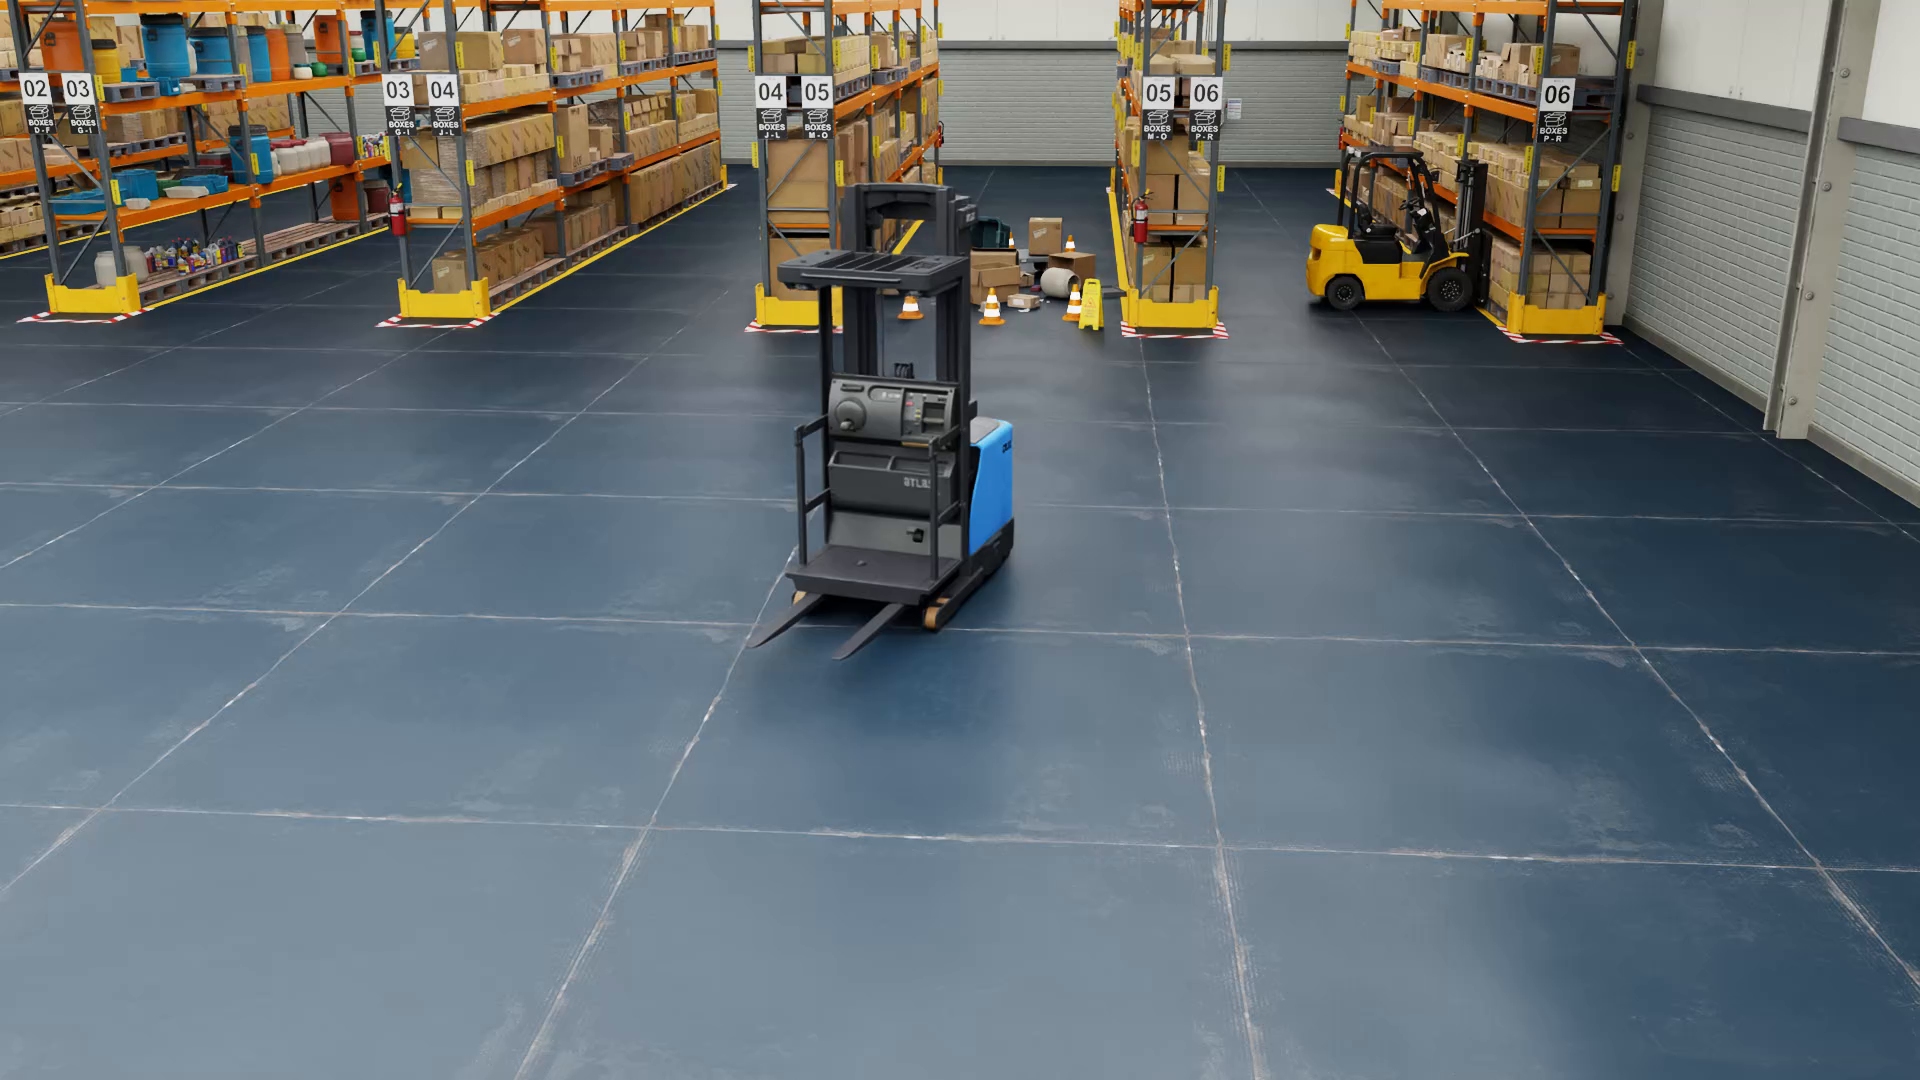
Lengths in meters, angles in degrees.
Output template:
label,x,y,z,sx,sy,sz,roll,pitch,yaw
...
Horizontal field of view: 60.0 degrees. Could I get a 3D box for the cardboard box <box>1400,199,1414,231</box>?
label,x,y,z,sx,sy,sz,roll,pitch,yaw
cardboard box,8.159,-5.793,29.624,0.500,0.500,0.500,2,18,6

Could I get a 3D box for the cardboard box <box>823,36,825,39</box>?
label,x,y,z,sx,sy,sz,roll,pitch,yaw
cardboard box,-2.205,-7.418,24.715,0.380,0.149,0.250,1,18,4

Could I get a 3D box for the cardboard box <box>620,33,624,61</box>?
label,x,y,z,sx,sy,sz,roll,pitch,yaw
cardboard box,-6.547,-9.109,30.754,0.500,0.500,0.500,2,18,7

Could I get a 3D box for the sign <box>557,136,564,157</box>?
label,x,y,z,sx,sy,sz,roll,pitch,yaw
sign,-6.238,-6.135,25.939,0.100,0.325,0.005,1,18,4

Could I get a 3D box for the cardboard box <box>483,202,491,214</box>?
label,x,y,z,sx,sy,sz,roll,pitch,yaw
cardboard box,-6.738,-4.609,23.077,0.380,0.149,0.250,1,18,4

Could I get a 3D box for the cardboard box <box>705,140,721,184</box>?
label,x,y,z,sx,sy,sz,roll,pitch,yaw
cardboard box,-5.885,-8.450,37.131,0.875,0.875,0.875,1,18,4

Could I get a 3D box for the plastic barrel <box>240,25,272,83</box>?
label,x,y,z,sx,sy,sz,roll,pitch,yaw
plastic barrel,-11.806,-8.077,27.632,0.600,0.901,0.708,1,18,4

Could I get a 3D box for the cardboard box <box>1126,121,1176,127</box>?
label,x,y,z,sx,sy,sz,roll,pitch,yaw
cardboard box,2.736,-5.731,23.852,0.700,0.500,0.500,1,18,3

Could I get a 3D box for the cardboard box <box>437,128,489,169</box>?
label,x,y,z,sx,sy,sz,roll,pitch,yaw
cardboard box,-6.755,-5.320,22.597,0.500,0.500,0.500,1,18,4

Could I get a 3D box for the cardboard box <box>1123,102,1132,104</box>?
label,x,y,z,sx,sy,sz,roll,pitch,yaw
cardboard box,3.239,-7.757,30.513,0.500,0.500,0.500,1,18,4

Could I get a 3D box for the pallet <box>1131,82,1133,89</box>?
label,x,y,z,sx,sy,sz,roll,pitch,yaw
pallet,3.255,-7.038,25.568,1.213,0.211,1.003,1,18,4

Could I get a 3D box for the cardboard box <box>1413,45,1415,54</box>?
label,x,y,z,sx,sy,sz,roll,pitch,yaw
cardboard box,8.165,-8.606,29.176,0.380,0.149,0.250,1,18,2

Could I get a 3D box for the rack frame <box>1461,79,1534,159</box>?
label,x,y,z,sx,sy,sz,roll,pitch,yaw
rack frame,8.056,-5.403,25.094,1.000,3.000,0.127,1,18,4

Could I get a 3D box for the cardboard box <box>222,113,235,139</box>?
label,x,y,z,sx,sy,sz,roll,pitch,yaw
cardboard box,-15.745,-8.799,35.299,0.500,0.500,0.500,2,18,5

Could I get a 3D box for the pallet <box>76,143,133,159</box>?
label,x,y,z,sx,sy,sz,roll,pitch,yaw
pallet,-16.395,-7.319,31.250,1.213,0.211,1.003,1,18,4

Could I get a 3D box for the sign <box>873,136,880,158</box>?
label,x,y,z,sx,sy,sz,roll,pitch,yaw
sign,-1.286,-6.028,25.486,0.100,0.325,0.005,1,18,4

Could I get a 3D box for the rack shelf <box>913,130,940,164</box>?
label,x,y,z,sx,sy,sz,roll,pitch,yaw
rack shelf,-1.123,-8.355,35.260,1.077,0.370,4.000,1,18,4

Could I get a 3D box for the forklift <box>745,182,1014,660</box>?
label,x,y,z,sx,sy,sz,roll,pitch,yaw
forklift,-0.554,-0.910,11.492,1.130,2.935,3.031,6,19,19

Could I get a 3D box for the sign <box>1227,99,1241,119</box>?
label,x,y,z,sx,sy,sz,roll,pitch,yaw
sign,6.938,-10.907,42.045,0.329,0.494,0.001,1,18,4

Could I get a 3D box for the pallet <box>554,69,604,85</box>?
label,x,y,z,sx,sy,sz,roll,pitch,yaw
pallet,-6.558,-7.581,27.227,1.213,0.211,1.003,1,18,4

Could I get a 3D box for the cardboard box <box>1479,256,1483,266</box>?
label,x,y,z,sx,sy,sz,roll,pitch,yaw
cardboard box,7.595,-3.921,23.509,0.500,0.250,0.500,1,18,4

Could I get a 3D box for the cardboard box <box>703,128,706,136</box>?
label,x,y,z,sx,sy,sz,roll,pitch,yaw
cardboard box,-5.706,-8.825,35.943,0.380,0.149,0.250,1,18,4

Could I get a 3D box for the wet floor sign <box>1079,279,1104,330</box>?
label,x,y,z,sx,sy,sz,roll,pitch,yaw
wet floor sign,1.737,-3.116,21.896,0.267,0.644,0.232,8,20,23

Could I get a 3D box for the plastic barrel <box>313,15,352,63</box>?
label,x,y,z,sx,sy,sz,roll,pitch,yaw
plastic barrel,-11.389,-9.092,30.171,0.600,0.830,0.708,1,18,4

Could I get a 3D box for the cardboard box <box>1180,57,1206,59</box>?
label,x,y,z,sx,sy,sz,roll,pitch,yaw
cardboard box,3.274,-6.689,23.326,0.380,0.149,0.250,1,18,5

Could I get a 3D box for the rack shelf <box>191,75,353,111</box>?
label,x,y,z,sx,sy,sz,roll,pitch,yaw
rack shelf,-11.576,-7.549,27.981,1.077,0.370,4.000,1,18,4

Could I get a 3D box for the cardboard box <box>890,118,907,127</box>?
label,x,y,z,sx,sy,sz,roll,pitch,yaw
cardboard box,-1.194,-7.905,31.504,0.380,0.149,0.250,0,18,1

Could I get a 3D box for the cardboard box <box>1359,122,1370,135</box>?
label,x,y,z,sx,sy,sz,roll,pitch,yaw
cardboard box,8.493,-8.431,34.100,0.500,0.250,0.500,1,18,4

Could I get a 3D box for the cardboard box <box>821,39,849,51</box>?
label,x,y,z,sx,sy,sz,roll,pitch,yaw
cardboard box,-1.711,-6.693,22.503,0.380,0.149,0.250,1,18,3

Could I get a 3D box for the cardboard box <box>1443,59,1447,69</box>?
label,x,y,z,sx,sy,sz,roll,pitch,yaw
cardboard box,7.887,-7.544,26.379,0.380,0.149,0.250,1,18,3

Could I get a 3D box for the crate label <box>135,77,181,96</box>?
label,x,y,z,sx,sy,sz,roll,pitch,yaw
crate label,-11.543,-6.530,23.957,0.502,0.251,0.408,1,18,4

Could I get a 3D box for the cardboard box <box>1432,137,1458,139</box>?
label,x,y,z,sx,sy,sz,roll,pitch,yaw
cardboard box,8.021,-6.585,27.499,0.380,0.149,0.250,1,18,5

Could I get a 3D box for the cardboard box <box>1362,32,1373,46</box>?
label,x,y,z,sx,sy,sz,roll,pitch,yaw
cardboard box,8.530,-10.258,34.055,0.500,0.250,0.500,2,18,5

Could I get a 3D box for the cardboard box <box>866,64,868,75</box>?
label,x,y,z,sx,sy,sz,roll,pitch,yaw
cardboard box,-1.565,-6.946,24.555,0.380,0.149,0.250,2,18,5

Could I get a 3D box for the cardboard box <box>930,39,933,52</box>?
label,x,y,z,sx,sy,sz,roll,pitch,yaw
cardboard box,-0.833,-10.443,35.098,0.500,0.250,0.500,2,18,5

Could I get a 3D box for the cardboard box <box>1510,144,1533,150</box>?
label,x,y,z,sx,sy,sz,roll,pitch,yaw
cardboard box,8.275,-5.717,24.372,0.380,0.149,0.250,1,18,2

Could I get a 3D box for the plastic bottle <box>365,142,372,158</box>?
label,x,y,z,sx,sy,sz,roll,pitch,yaw
plastic bottle,-11.011,-7.259,30.947,0.061,0.283,0.133,1,18,4

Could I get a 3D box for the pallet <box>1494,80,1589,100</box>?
label,x,y,z,sx,sy,sz,roll,pitch,yaw
pallet,7.931,-6.143,22.677,1.003,0.211,1.213,1,18,4

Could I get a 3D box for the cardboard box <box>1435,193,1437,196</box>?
label,x,y,z,sx,sy,sz,roll,pitch,yaw
cardboard box,8.737,-6.202,29.831,0.380,0.149,0.250,2,18,6

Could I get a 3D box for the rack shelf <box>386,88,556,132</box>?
label,x,y,z,sx,sy,sz,roll,pitch,yaw
rack shelf,-6.923,-6.196,23.853,1.077,0.370,4.000,1,18,4

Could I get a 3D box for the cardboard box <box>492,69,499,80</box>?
label,x,y,z,sx,sy,sz,roll,pitch,yaw
cardboard box,-6.689,-6.518,23.282,0.380,0.149,0.250,0,18,1

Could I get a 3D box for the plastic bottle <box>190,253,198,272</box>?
label,x,y,z,sx,sy,sz,roll,pitch,yaw
plastic bottle,-11.541,-4.177,25.028,0.097,0.271,0.097,0,18,0

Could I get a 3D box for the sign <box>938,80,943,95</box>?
label,x,y,z,sx,sy,sz,roll,pitch,yaw
sign,-0.427,-10.000,36.757,0.100,0.325,0.005,1,18,4

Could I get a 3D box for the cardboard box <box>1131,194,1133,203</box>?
label,x,y,z,sx,sy,sz,roll,pitch,yaw
cardboard box,2.661,-4.905,23.979,0.380,0.149,0.250,1,18,4

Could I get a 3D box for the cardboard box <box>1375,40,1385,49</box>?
label,x,y,z,sx,sy,sz,roll,pitch,yaw
cardboard box,8.171,-9.499,31.868,0.380,0.149,0.250,2,18,6

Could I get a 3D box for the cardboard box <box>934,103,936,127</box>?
label,x,y,z,sx,sy,sz,roll,pitch,yaw
cardboard box,-0.797,-9.202,36.051,0.500,0.500,0.500,1,18,3

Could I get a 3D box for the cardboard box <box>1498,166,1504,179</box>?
label,x,y,z,sx,sy,sz,roll,pitch,yaw
cardboard box,7.582,-5.029,22.751,0.380,0.149,0.250,1,18,4

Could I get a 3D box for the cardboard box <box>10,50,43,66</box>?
label,x,y,z,sx,sy,sz,roll,pitch,yaw
cardboard box,-16.369,-8.446,29.132,0.500,0.250,0.500,2,18,5

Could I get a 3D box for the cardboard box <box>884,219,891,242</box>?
label,x,y,z,sx,sy,sz,roll,pitch,yaw
cardboard box,-1.746,-5.505,28.346,1.050,0.750,0.750,2,18,5

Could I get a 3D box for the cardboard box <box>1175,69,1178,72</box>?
label,x,y,z,sx,sy,sz,roll,pitch,yaw
cardboard box,3.234,-6.391,23.058,0.500,0.250,0.500,2,18,5

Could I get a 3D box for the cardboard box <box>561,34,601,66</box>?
label,x,y,z,sx,sy,sz,roll,pitch,yaw
cardboard box,-6.354,-8.220,27.910,0.500,0.500,0.500,2,18,5

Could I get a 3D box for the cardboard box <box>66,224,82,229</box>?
label,x,y,z,sx,sy,sz,roll,pitch,yaw
cardboard box,-16.201,-5.762,29.932,0.500,0.250,0.500,1,18,3

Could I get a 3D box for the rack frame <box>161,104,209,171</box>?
label,x,y,z,sx,sy,sz,roll,pitch,yaw
rack frame,-16.087,-8.440,34.364,1.000,3.000,0.127,1,18,4

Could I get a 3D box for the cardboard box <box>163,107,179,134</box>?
label,x,y,z,sx,sy,sz,roll,pitch,yaw
cardboard box,-16.344,-8.545,33.850,0.700,0.500,0.500,-5,19,-15

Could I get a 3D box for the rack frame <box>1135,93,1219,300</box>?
label,x,y,z,sx,sy,sz,roll,pitch,yaw
rack frame,2.818,-4.270,21.637,1.000,3.000,0.127,1,18,4
